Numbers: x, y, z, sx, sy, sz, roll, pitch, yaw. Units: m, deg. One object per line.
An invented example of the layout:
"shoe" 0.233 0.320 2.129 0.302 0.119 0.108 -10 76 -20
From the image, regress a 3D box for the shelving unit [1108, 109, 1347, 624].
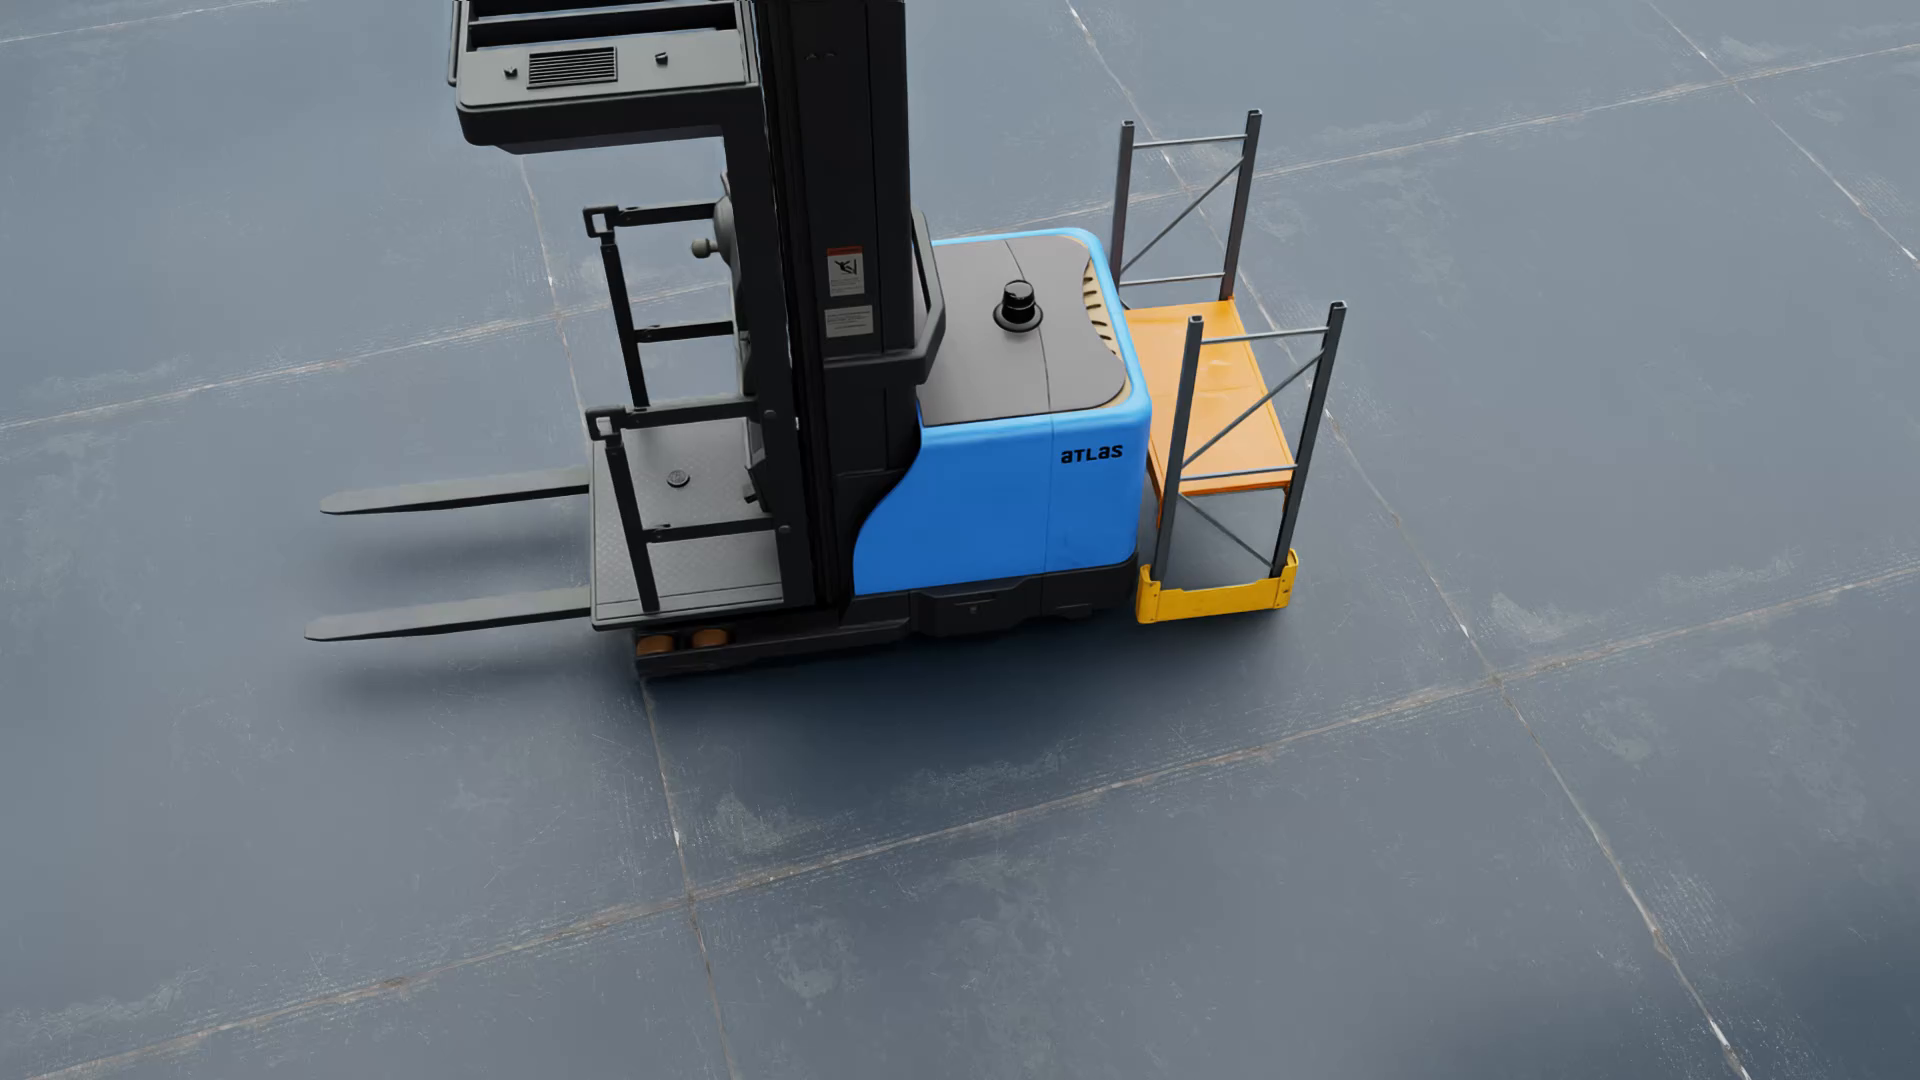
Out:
"shelving unit" 0.887 -0.606 6.069 0.587 1.500 1.083 -6 50 -5

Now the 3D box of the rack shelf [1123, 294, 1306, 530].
"rack shelf" 0.886 -0.497 6.213 0.538 0.185 1.000 -6 50 -5

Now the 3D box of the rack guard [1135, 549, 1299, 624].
"rack guard" 0.958 0.173 6.230 0.587 0.250 0.087 -6 50 -5

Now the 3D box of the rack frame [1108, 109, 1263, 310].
"rack frame" 0.813 -0.998 6.399 0.500 1.500 0.032 -6 50 -5

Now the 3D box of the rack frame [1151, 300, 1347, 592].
"rack frame" 0.959 -0.229 5.751 0.500 1.500 0.032 -6 50 -5

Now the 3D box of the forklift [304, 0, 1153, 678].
"forklift" -0.902 -0.878 5.363 3.031 2.935 1.130 -7 50 -6
